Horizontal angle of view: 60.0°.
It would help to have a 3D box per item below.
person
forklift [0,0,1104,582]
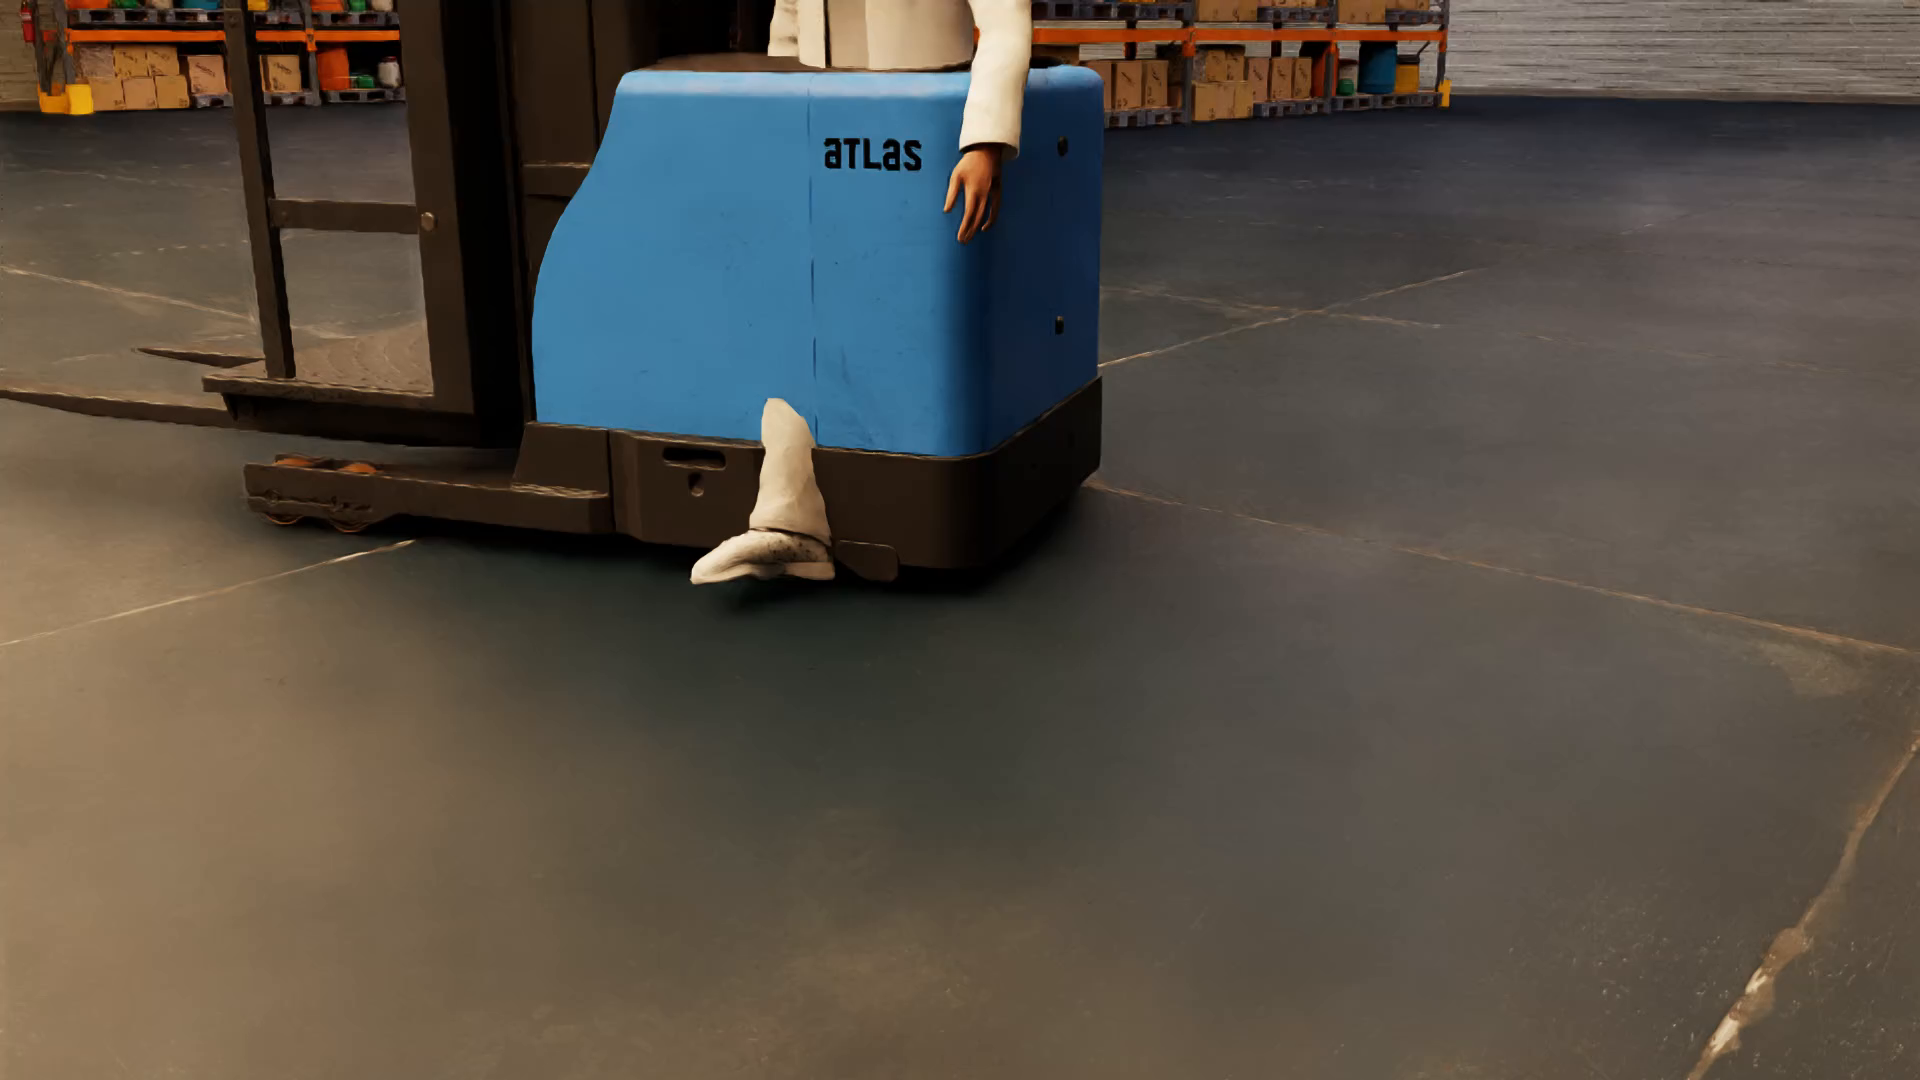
[{"bbox_3d":[-0.207,-0.758,3.438,0.781,1.750,0.841,9,19,27],"label":"person"},{"bbox_3d":[-1.207,-1.556,4.020,3.031,2.935,1.130,6,18,19],"label":"forklift"}]
